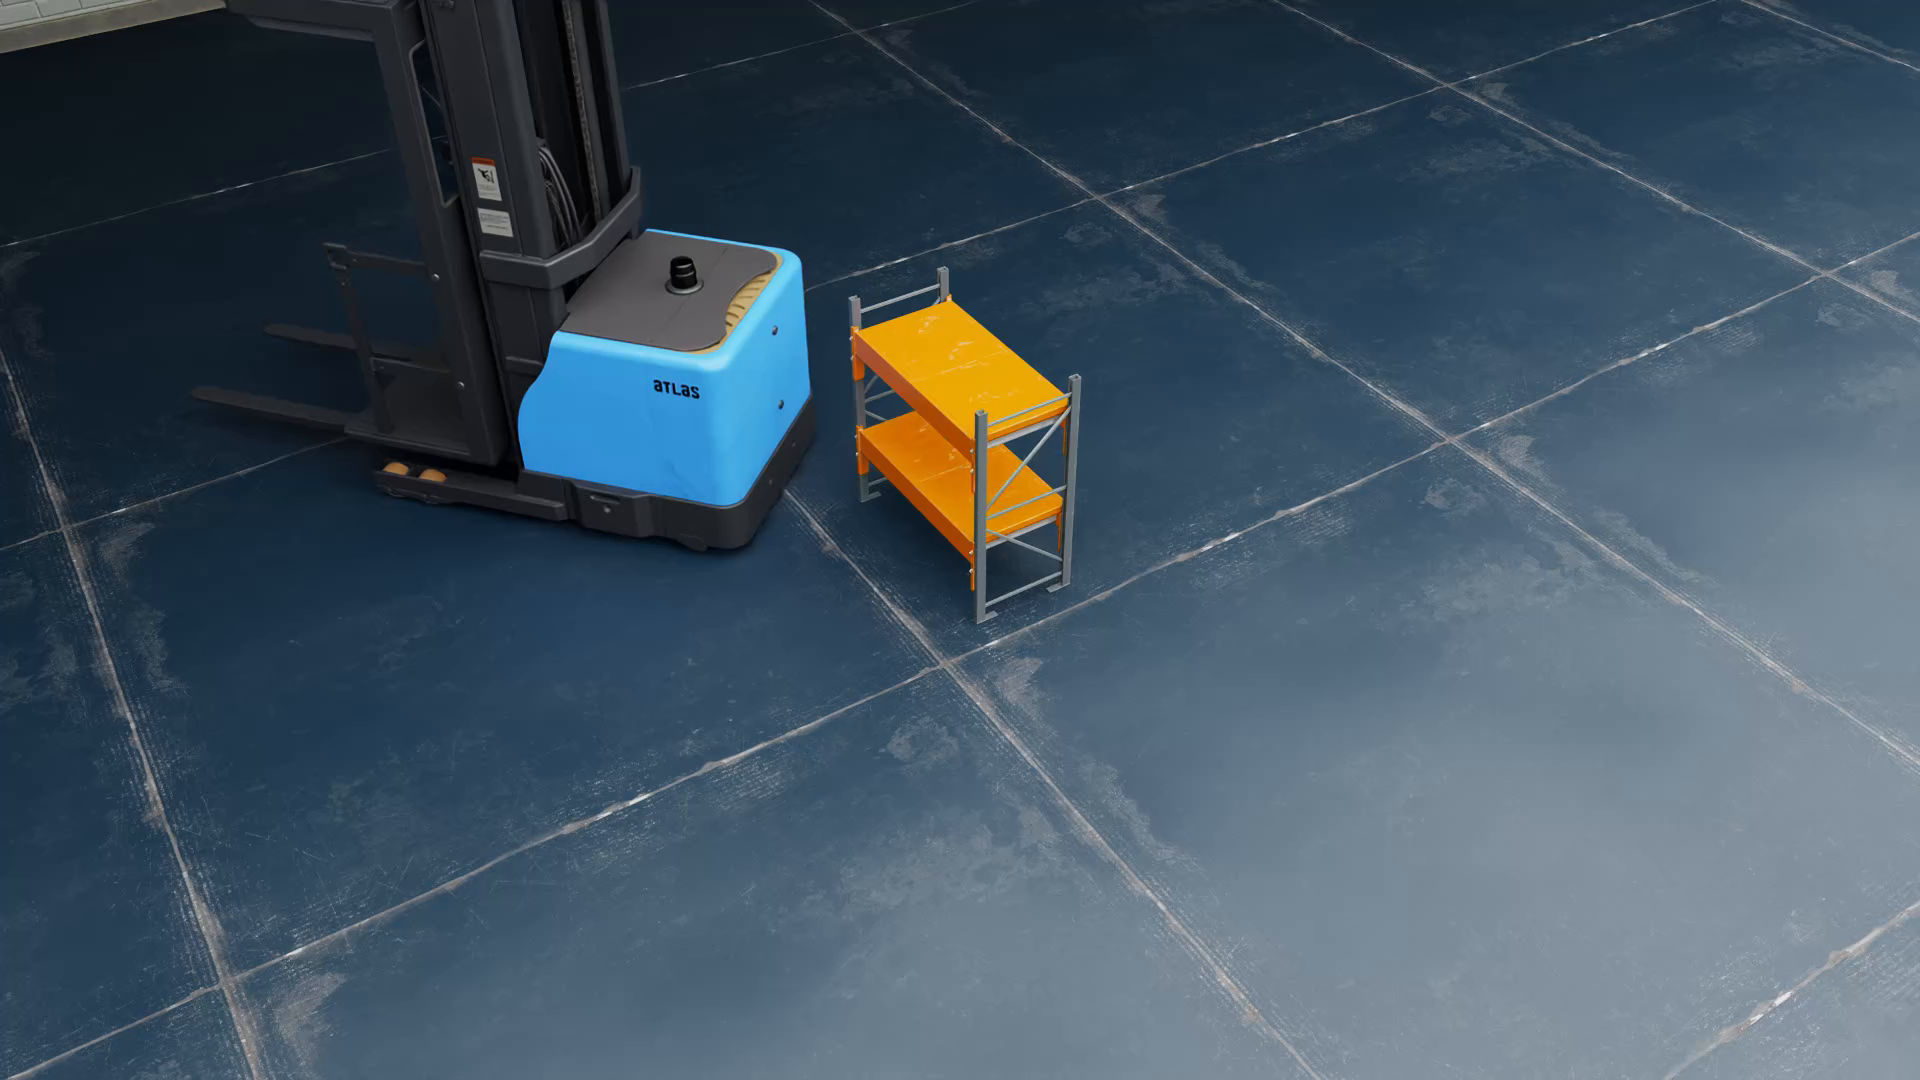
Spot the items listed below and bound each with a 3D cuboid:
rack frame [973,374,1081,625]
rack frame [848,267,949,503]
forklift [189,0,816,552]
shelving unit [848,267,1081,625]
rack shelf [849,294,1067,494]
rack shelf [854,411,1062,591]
[{"bbox_3d":[0.277,-0.154,7.056,0.500,1.125,0.032,-22,45,-24],"label":"rack frame"},{"bbox_3d":[-0.270,-0.703,7.715,0.500,1.125,0.032,-22,45,-24],"label":"rack frame"},{"bbox_3d":[-2.293,-1.609,7.392,3.031,2.935,1.130,11,41,13],"label":"forklift"},{"bbox_3d":[0.004,-0.428,7.386,0.538,1.125,1.048,-22,45,-24],"label":"shelving unit"},{"bbox_3d":[0.004,-0.653,7.198,0.538,0.278,1.000,-22,45,-24],"label":"rack shelf"},{"bbox_3d":[0.004,-0.241,7.542,0.538,0.278,1.000,-22,45,-24],"label":"rack shelf"}]
